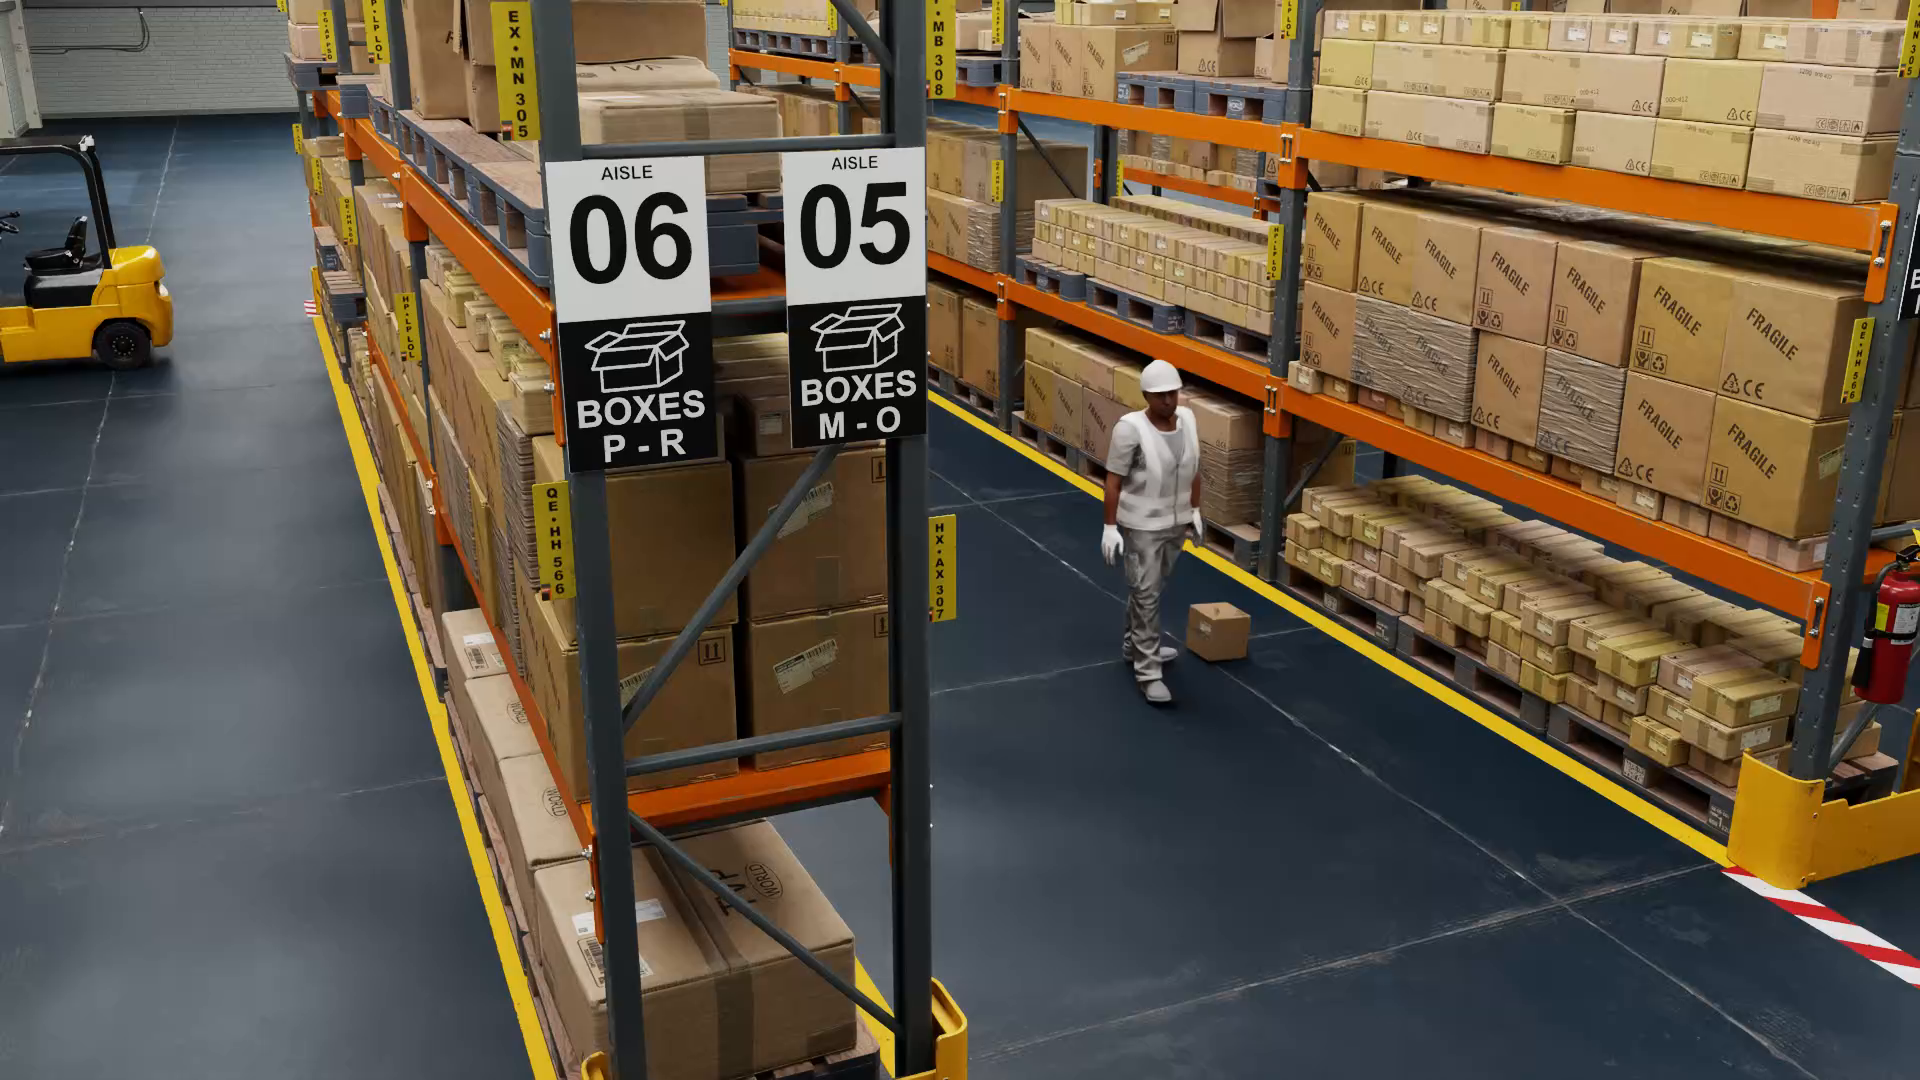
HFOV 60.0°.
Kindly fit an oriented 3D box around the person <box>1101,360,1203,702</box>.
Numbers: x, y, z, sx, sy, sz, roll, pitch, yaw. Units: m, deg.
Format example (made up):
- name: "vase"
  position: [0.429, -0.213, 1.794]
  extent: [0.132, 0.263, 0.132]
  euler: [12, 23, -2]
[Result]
- name: "person"
  position: [1.028, -0.069, 8.733]
  extent: [0.636, 1.789, 0.643]
  euler: [-14, 23, -35]
